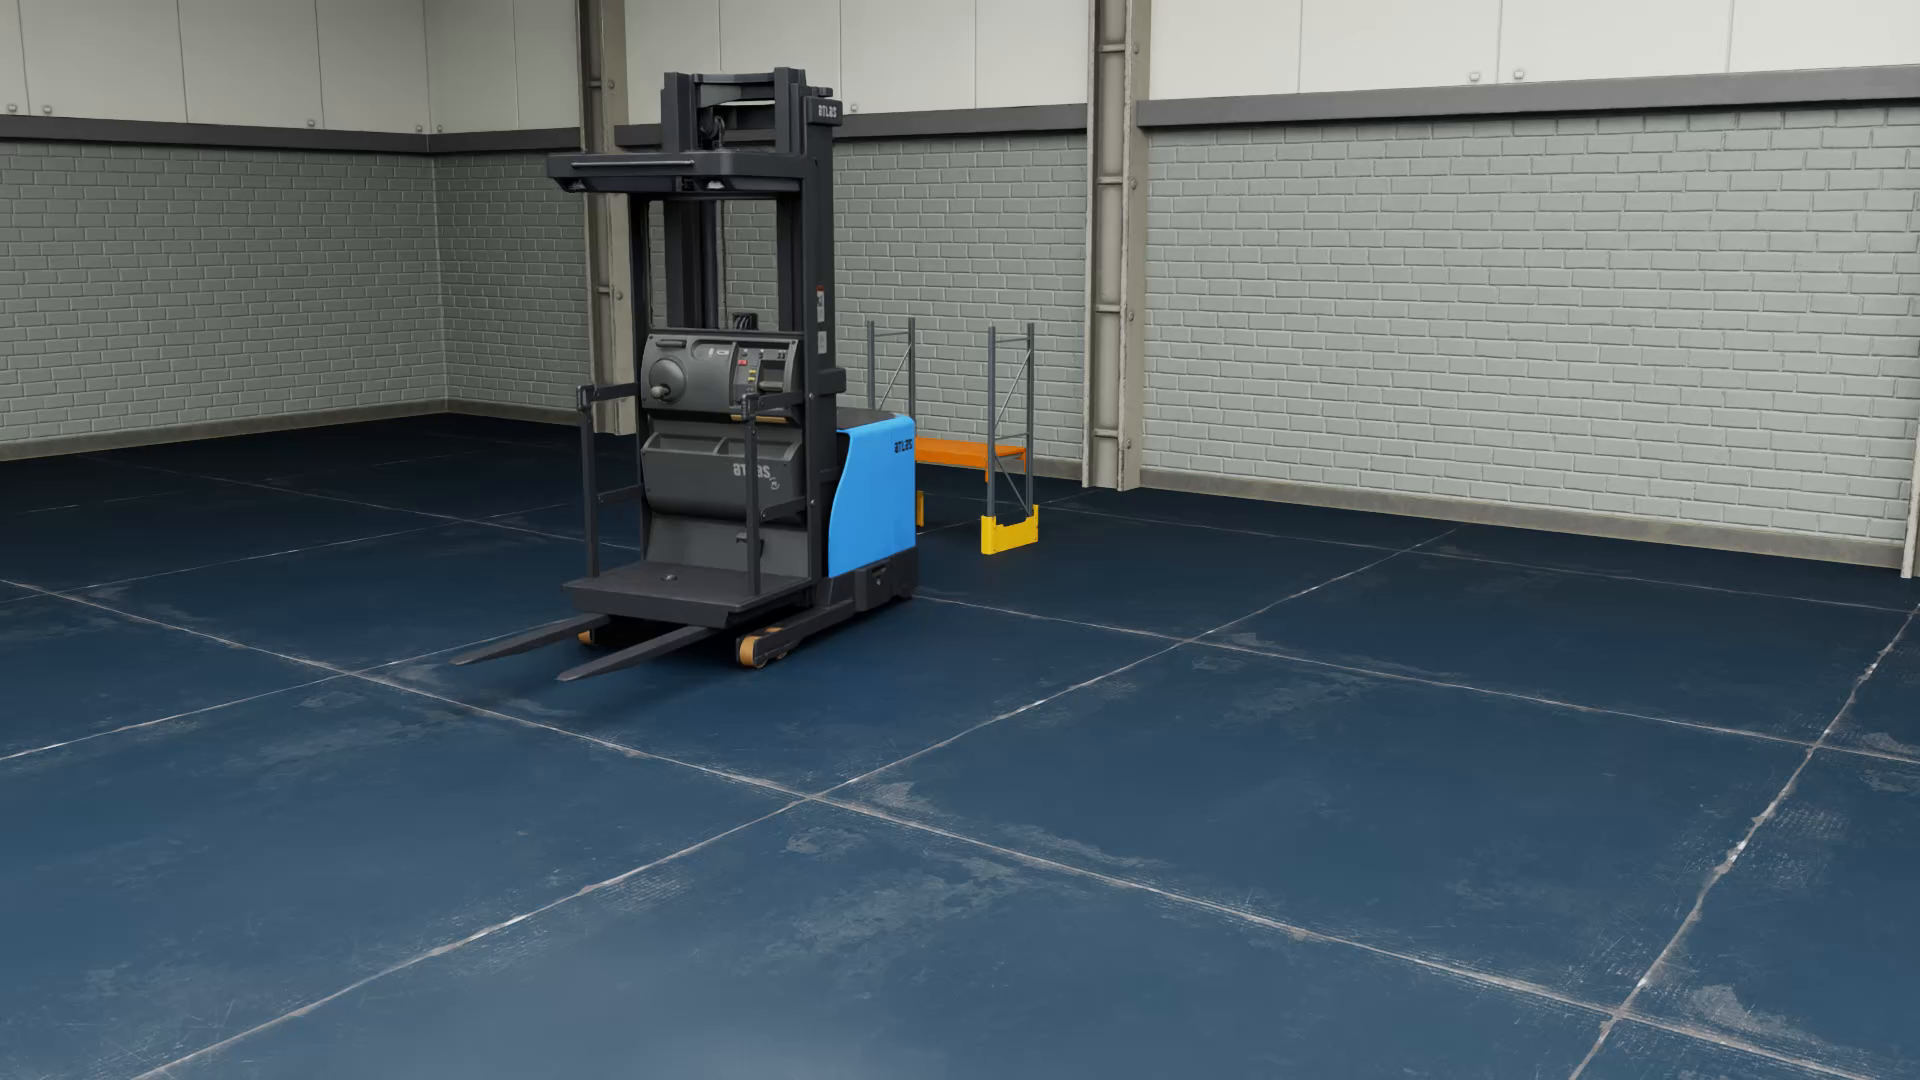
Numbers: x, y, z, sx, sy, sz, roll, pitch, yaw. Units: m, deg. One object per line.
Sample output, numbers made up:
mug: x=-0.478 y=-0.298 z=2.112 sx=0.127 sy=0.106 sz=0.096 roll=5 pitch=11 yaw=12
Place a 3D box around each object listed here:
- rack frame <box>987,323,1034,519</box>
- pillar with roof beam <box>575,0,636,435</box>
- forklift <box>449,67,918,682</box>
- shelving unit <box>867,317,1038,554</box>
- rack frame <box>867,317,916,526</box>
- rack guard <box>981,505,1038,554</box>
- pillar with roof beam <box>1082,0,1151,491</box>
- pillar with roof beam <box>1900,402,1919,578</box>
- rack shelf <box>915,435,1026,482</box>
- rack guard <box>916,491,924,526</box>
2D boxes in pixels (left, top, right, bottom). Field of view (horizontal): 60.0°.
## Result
rack frame: x=0.341 y=-0.689 z=11.141 sx=0.032 sy=1.500 sz=0.500 roll=8 pitch=13 yaw=36
pillar with roof beam: x=-6.124 y=-4.878 z=13.054 sx=0.400 sy=9.000 sz=9.100 roll=8 pitch=13 yaw=36
forklift: x=-1.344 y=-0.897 z=8.448 sx=1.130 sy=2.935 sz=3.031 roll=5 pitch=12 yaw=25
shelving unit: x=-0.061 y=-0.745 z=11.432 sx=1.083 sy=1.500 sz=0.587 roll=8 pitch=13 yaw=36
rack frame: x=-0.478 y=-0.803 z=11.732 sx=0.032 sy=1.500 sz=0.500 roll=8 pitch=13 yaw=36
rack guard: x=0.340 y=-0.075 z=11.261 sx=0.087 sy=0.250 sz=0.587 roll=8 pitch=13 yaw=36
pillar with roof beam: x=-1.288 y=-4.204 z=9.567 sx=0.400 sy=9.000 sz=9.100 roll=8 pitch=13 yaw=36
pillar with roof beam: x=3.548 y=-3.529 z=6.080 sx=0.400 sy=9.000 sz=9.100 roll=8 pitch=13 yaw=36
rack shelf: x=-0.069 y=-0.569 z=11.471 sx=1.000 sy=0.185 sz=0.538 roll=8 pitch=13 yaw=36
rack guard: x=-0.463 y=-0.187 z=11.840 sx=0.087 sy=0.250 sz=0.587 roll=8 pitch=13 yaw=36
